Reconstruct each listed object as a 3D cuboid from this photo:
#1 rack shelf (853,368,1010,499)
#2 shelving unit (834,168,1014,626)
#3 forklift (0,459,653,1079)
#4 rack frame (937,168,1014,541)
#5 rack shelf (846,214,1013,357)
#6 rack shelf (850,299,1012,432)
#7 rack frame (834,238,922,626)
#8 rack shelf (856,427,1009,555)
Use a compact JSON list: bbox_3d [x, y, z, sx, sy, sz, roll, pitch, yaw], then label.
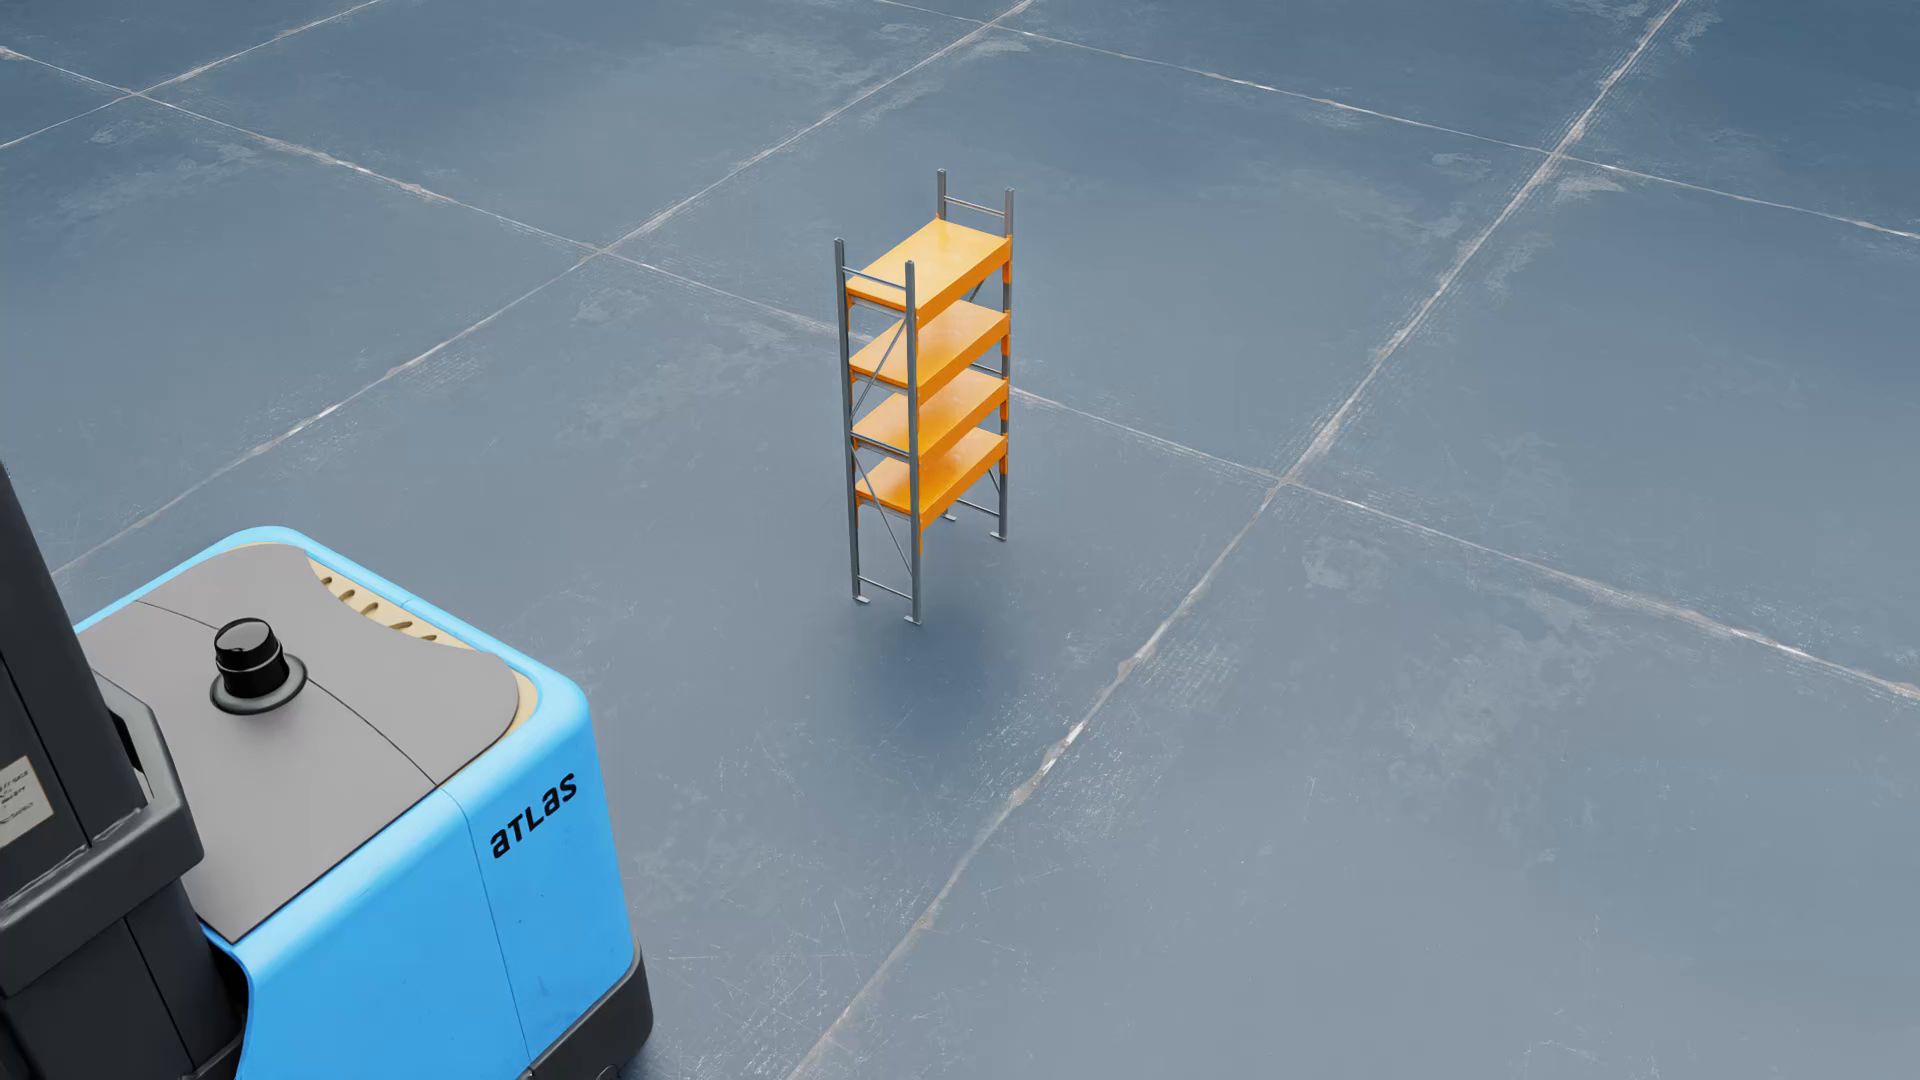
[{"bbox_3d":[-0.089,-0.337,4.814,0.258,0.148,0.480,21,42,25],"label":"rack shelf"},{"bbox_3d":[-0.089,-0.390,4.773,0.258,1.200,0.503,21,42,25],"label":"shelving unit"},{"bbox_3d":[-1.942,0.541,2.147,1.130,2.935,3.031,23,43,27],"label":"forklift"},{"bbox_3d":[0.042,-0.516,4.936,0.240,1.200,0.015,21,42,25],"label":"rack frame"},{"bbox_3d":[-0.089,-0.701,4.533,0.258,0.148,0.480,21,42,25],"label":"rack shelf"},{"bbox_3d":[-0.089,-0.514,4.677,0.258,0.148,0.480,21,42,25],"label":"rack shelf"},{"bbox_3d":[-0.219,-0.264,4.610,0.240,1.200,0.015,21,42,25],"label":"rack frame"},{"bbox_3d":[-0.089,-0.179,4.935,0.258,0.148,0.480,21,42,25],"label":"rack shelf"}]
